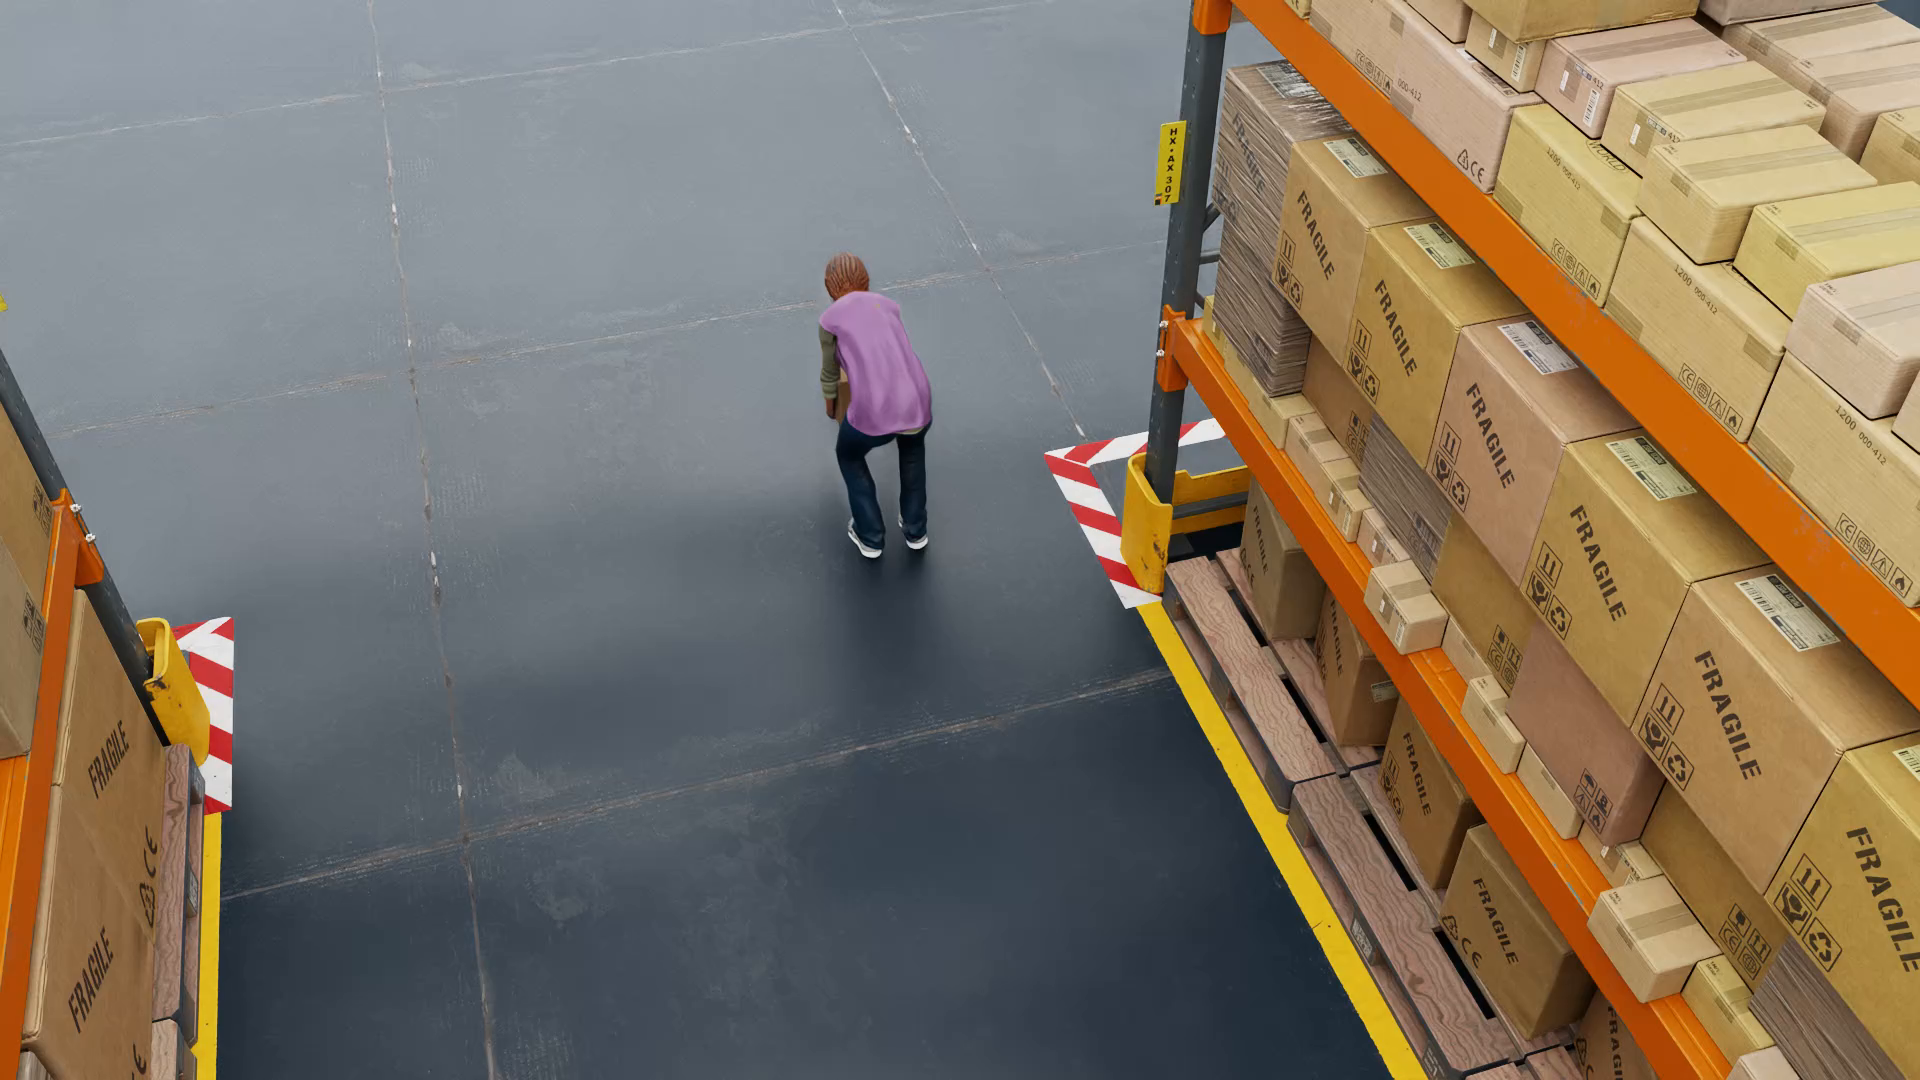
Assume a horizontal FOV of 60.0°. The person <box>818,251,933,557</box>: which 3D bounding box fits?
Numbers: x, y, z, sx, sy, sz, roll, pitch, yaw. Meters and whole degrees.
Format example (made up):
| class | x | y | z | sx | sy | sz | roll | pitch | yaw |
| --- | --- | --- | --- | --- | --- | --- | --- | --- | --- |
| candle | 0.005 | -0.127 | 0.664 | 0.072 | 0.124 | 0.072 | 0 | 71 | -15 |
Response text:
| class | x | y | z | sx | sy | sz | roll | pitch | yaw |
| --- | --- | --- | --- | --- | --- | --- | --- | --- | --- |
| person | -0.370 | -0.549 | 7.082 | 0.395 | 1.162 | 0.829 | -14 | 45 | -14 |
